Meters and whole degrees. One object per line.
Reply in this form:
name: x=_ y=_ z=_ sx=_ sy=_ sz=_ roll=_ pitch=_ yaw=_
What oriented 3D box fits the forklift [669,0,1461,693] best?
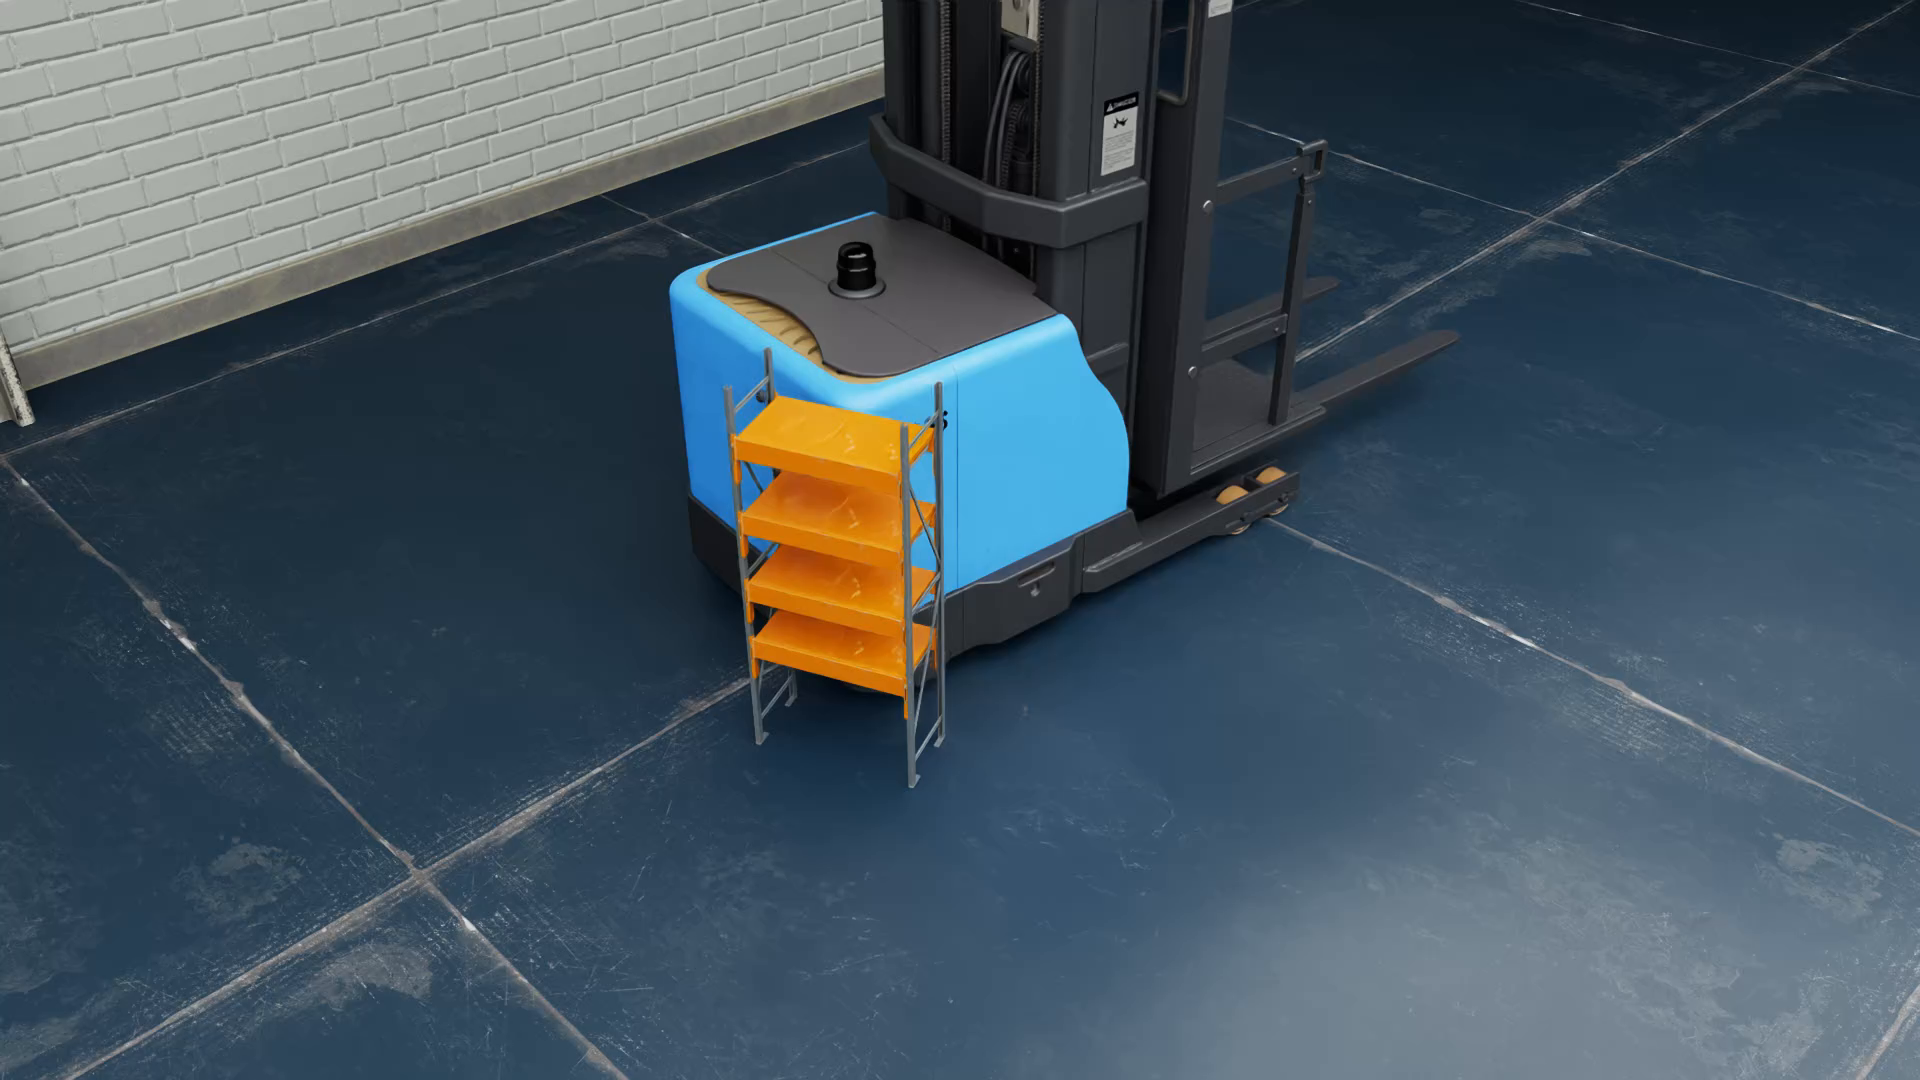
forklift: x=0.572 y=-1.435 z=5.246 sx=3.031 sy=2.935 sz=1.130 roll=-24 pitch=42 yaw=-31

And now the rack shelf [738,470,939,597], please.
rack shelf: x=-0.322 y=-0.029 z=4.469 sx=0.480 sy=0.148 sz=0.258 roll=13 pitch=37 yaw=18

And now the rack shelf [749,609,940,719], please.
rack shelf: x=-0.322 y=0.317 z=4.711 sx=0.480 sy=0.148 sz=0.258 roll=13 pitch=37 yaw=18

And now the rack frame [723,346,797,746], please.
rack frame: x=-0.548 y=0.047 z=4.634 sx=0.015 sy=1.200 sz=0.240 roll=13 pitch=37 yaw=18

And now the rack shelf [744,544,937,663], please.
rack shelf: x=-0.322 y=0.154 z=4.597 sx=0.480 sy=0.148 sz=0.258 roll=13 pitch=37 yaw=18

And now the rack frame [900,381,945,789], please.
rack frame: x=-0.095 y=0.152 z=4.484 sx=0.015 sy=1.200 sz=0.240 roll=13 pitch=37 yaw=18

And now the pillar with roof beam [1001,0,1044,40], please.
pillar with roof beam: x=3.477 y=-4.829 z=4.808 sx=9.100 sy=9.000 sz=0.400 roll=30 pitch=45 yaw=35

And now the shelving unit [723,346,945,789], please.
shelving unit: x=-0.322 y=0.099 z=4.559 sx=0.503 sy=1.200 sz=0.258 roll=13 pitch=37 yaw=18

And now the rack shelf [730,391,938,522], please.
rack shelf: x=-0.322 y=-0.223 z=4.334 sx=0.480 sy=0.148 sz=0.258 roll=13 pitch=37 yaw=18
